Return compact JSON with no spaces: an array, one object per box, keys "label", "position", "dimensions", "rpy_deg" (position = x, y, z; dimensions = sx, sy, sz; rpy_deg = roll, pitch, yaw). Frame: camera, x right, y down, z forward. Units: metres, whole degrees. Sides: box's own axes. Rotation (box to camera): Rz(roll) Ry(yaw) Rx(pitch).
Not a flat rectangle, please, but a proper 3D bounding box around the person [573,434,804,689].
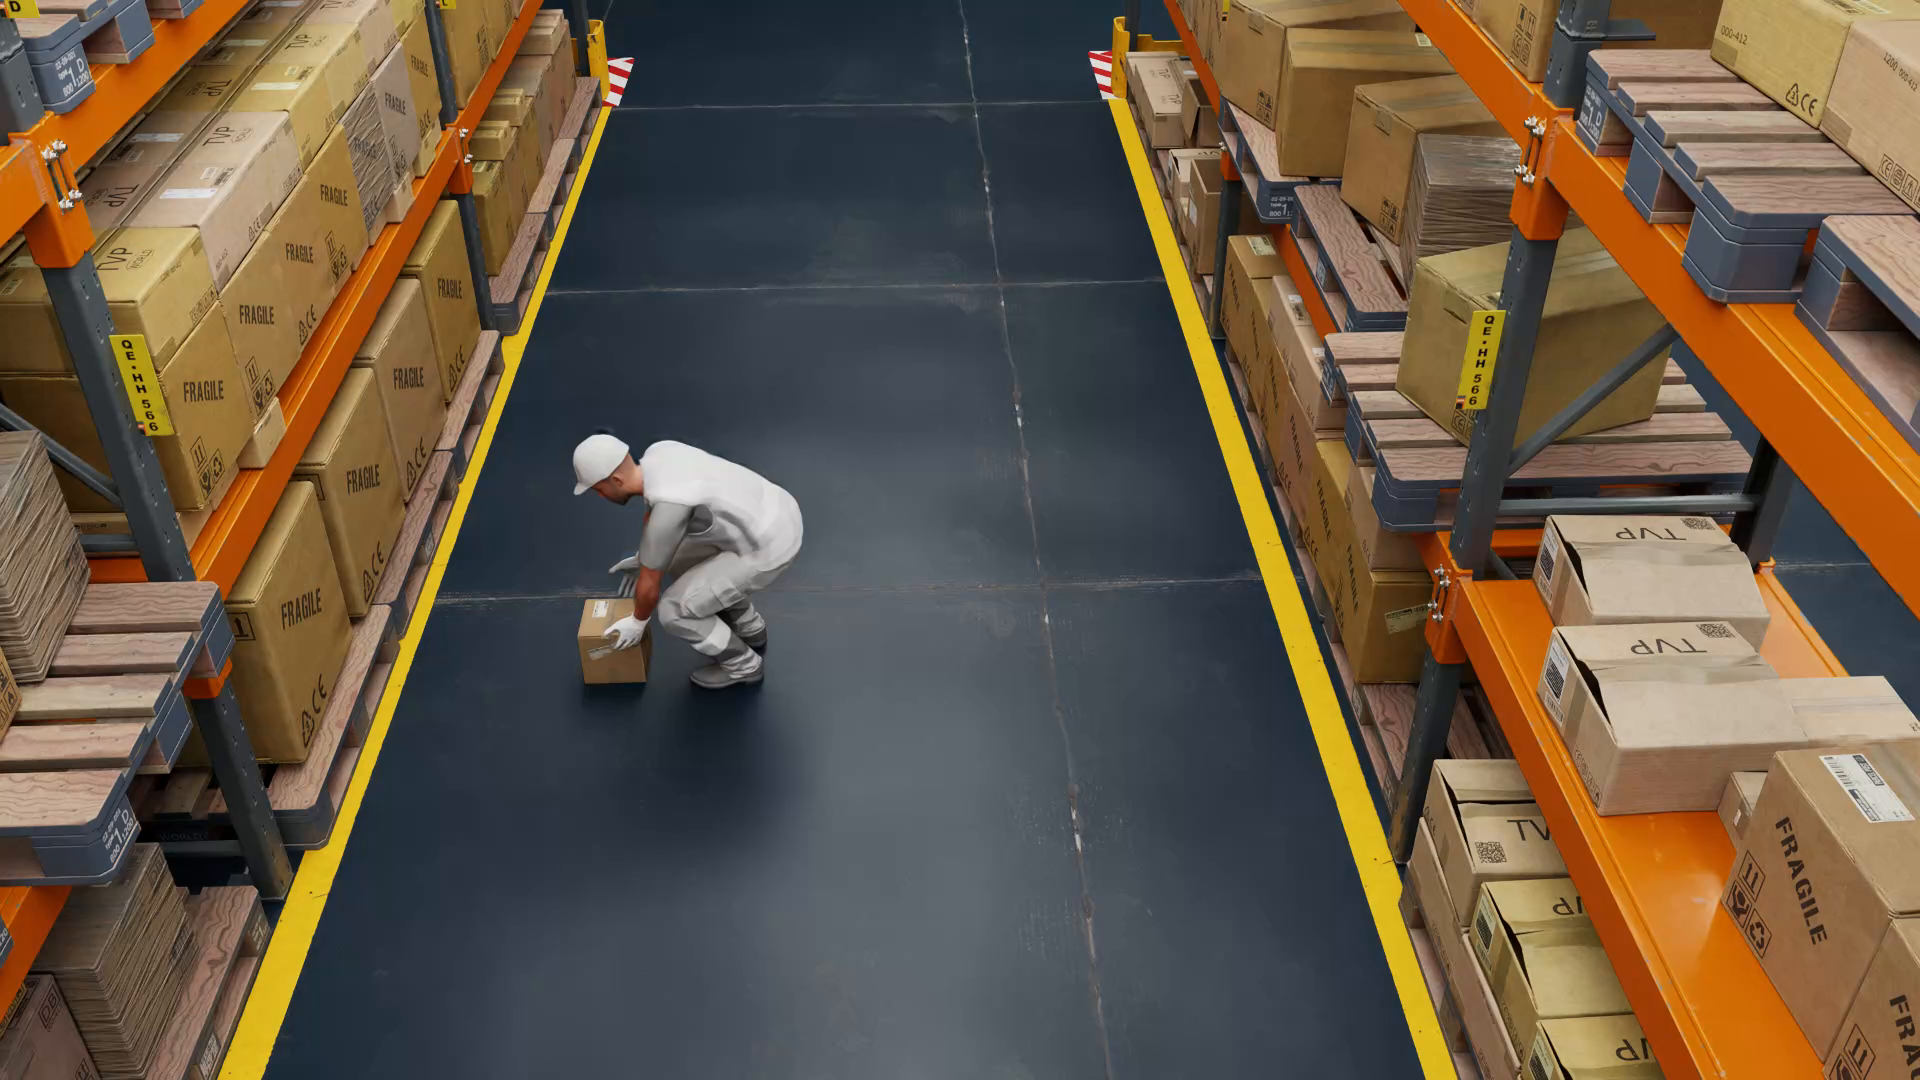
[{"label":"person","position":[-1.048,0.063,6.599],"dimensions":[0.858,1.144,0.583],"rpy_deg":[-2,35,-2]}]
